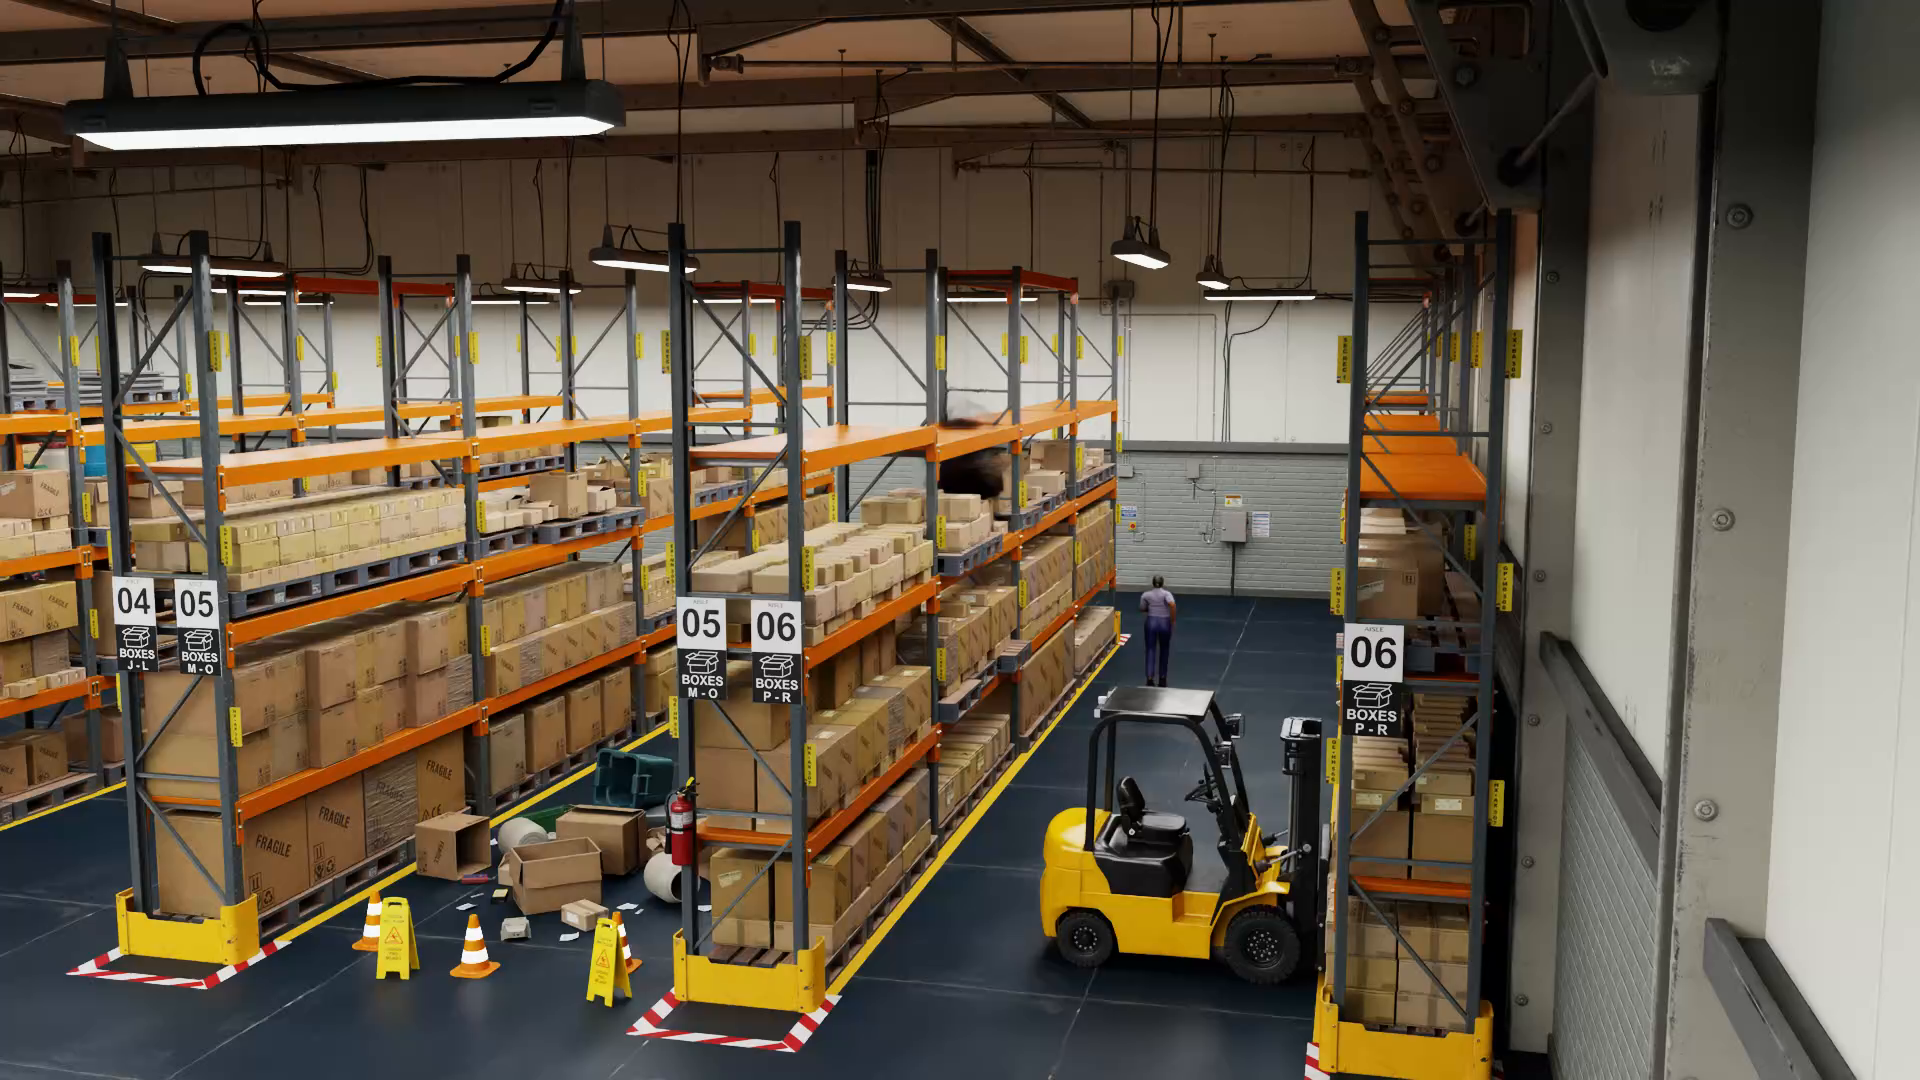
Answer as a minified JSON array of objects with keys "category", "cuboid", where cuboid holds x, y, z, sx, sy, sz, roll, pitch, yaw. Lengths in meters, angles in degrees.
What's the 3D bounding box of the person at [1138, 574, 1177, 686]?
[{"category":"person","cuboid":[2.909,1.353,24.545,0.580,1.694,0.855,1,7,10]}]
